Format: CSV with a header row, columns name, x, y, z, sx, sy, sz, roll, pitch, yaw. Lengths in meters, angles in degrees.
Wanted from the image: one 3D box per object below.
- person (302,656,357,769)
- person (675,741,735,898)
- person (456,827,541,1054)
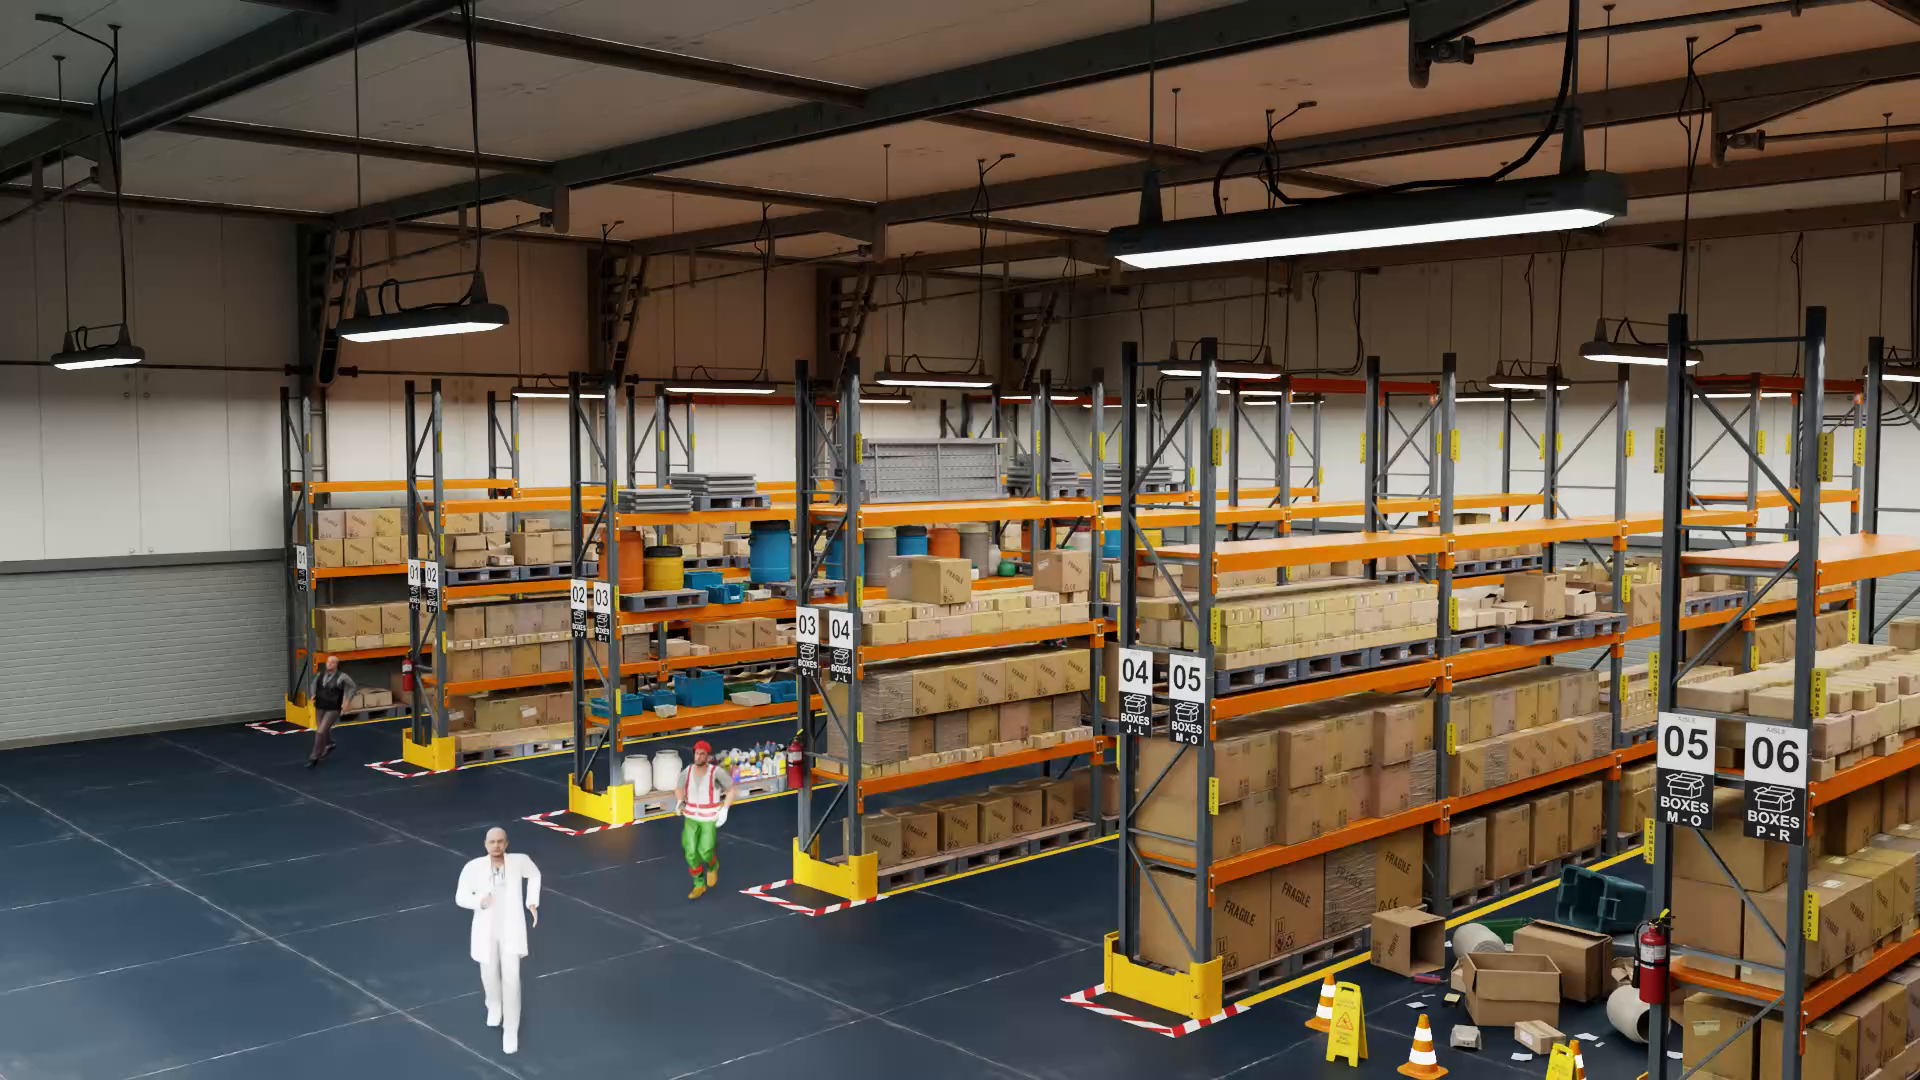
name,x,y,z,sx,sy,sz,roll,pitch,yaw
person,-9.838,2.651,25.886,0.726,1.705,0.949,1,4,15
person,-2.887,3.077,18.543,0.674,1.674,0.562,1,4,13
person,-3.938,3.371,14.210,0.677,1.831,0.866,-1,4,-11
